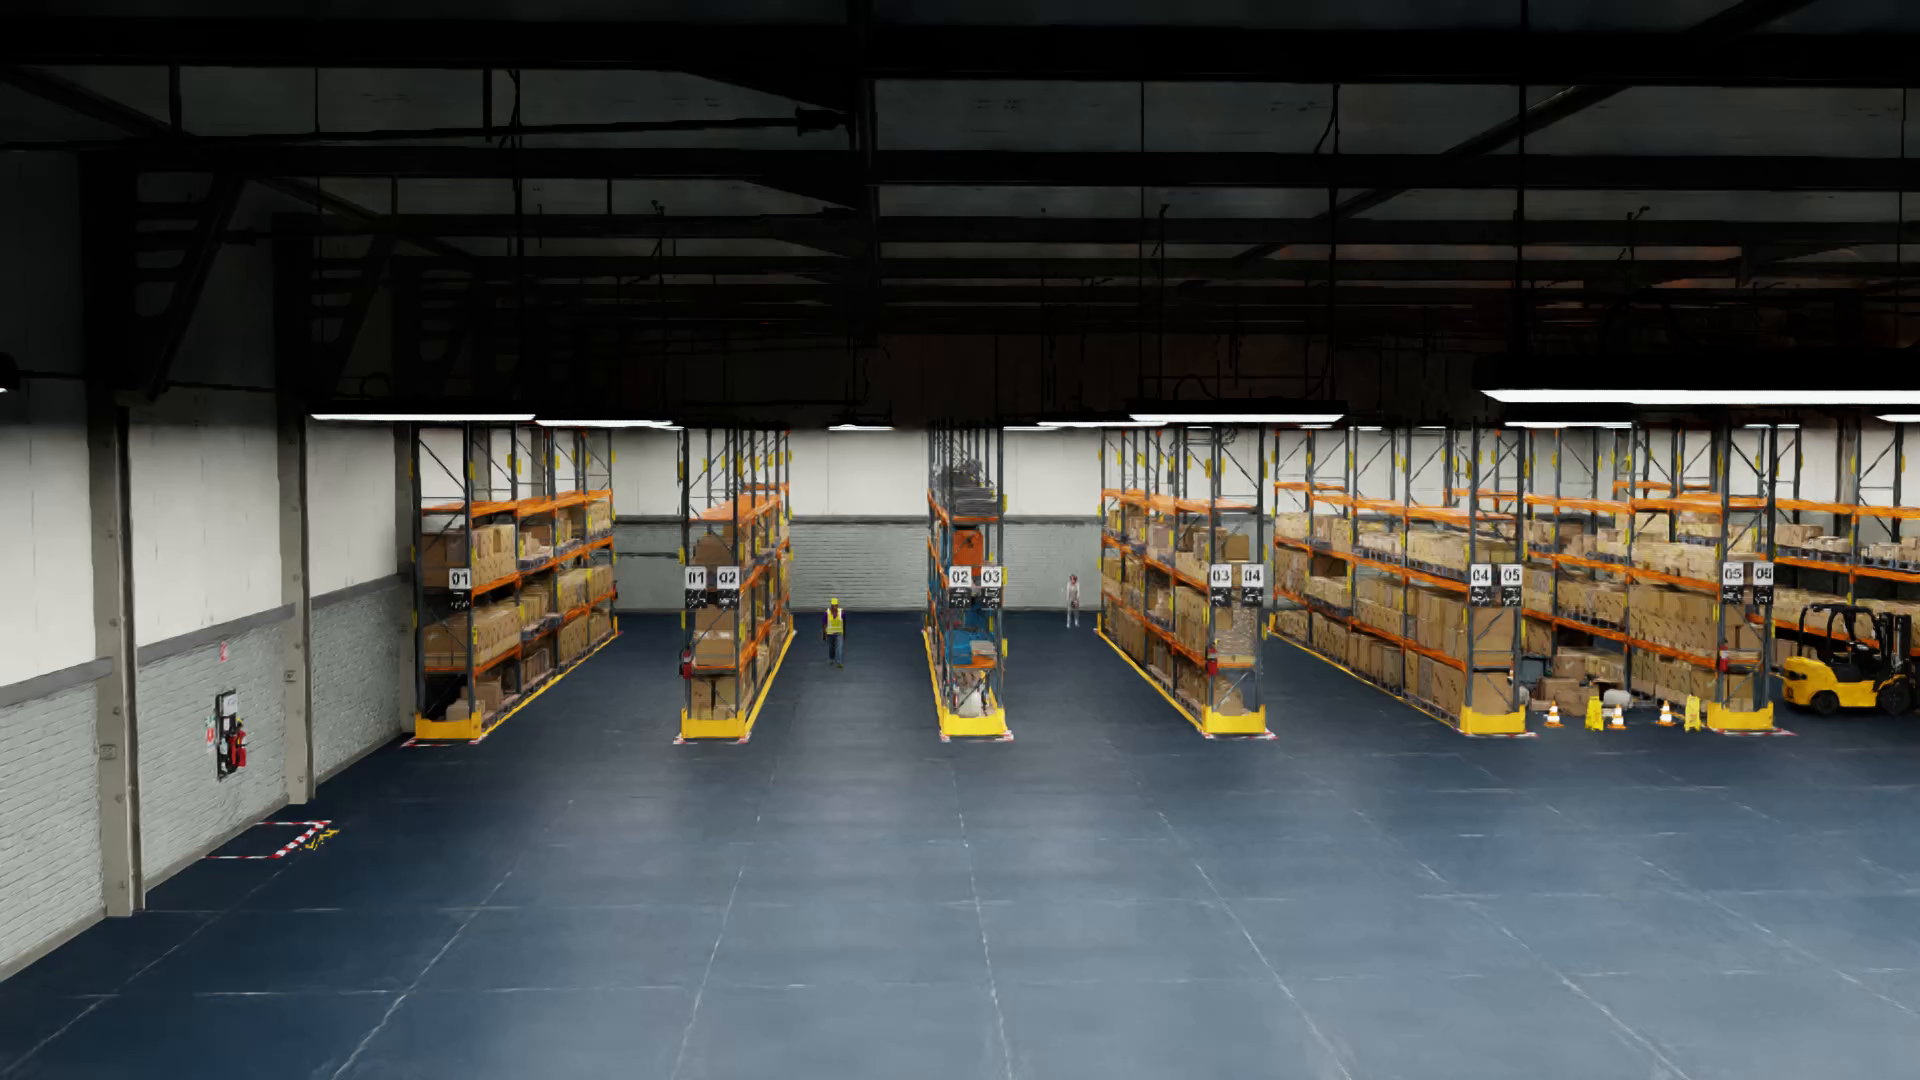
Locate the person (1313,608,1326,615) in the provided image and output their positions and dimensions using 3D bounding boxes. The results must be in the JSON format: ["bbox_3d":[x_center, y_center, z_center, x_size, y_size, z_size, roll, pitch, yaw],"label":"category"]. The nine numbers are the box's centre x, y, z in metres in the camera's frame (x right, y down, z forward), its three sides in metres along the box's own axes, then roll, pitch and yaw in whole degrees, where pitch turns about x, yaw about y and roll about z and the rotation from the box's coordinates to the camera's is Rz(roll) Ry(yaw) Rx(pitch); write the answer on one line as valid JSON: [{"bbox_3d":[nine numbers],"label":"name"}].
[{"bbox_3d":[11.292,1.447,52.084,0.622,1.766,0.612,-3,5,-37],"label":"person"}]

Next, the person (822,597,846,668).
[{"bbox_3d":[-3.049,2.231,40.319,0.582,1.686,1.113,0,4,-5],"label":"person"}]

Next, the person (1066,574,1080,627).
[{"bbox_3d":[3.326,1.765,48.728,0.408,1.533,0.962,0,4,7],"label":"person"}]
